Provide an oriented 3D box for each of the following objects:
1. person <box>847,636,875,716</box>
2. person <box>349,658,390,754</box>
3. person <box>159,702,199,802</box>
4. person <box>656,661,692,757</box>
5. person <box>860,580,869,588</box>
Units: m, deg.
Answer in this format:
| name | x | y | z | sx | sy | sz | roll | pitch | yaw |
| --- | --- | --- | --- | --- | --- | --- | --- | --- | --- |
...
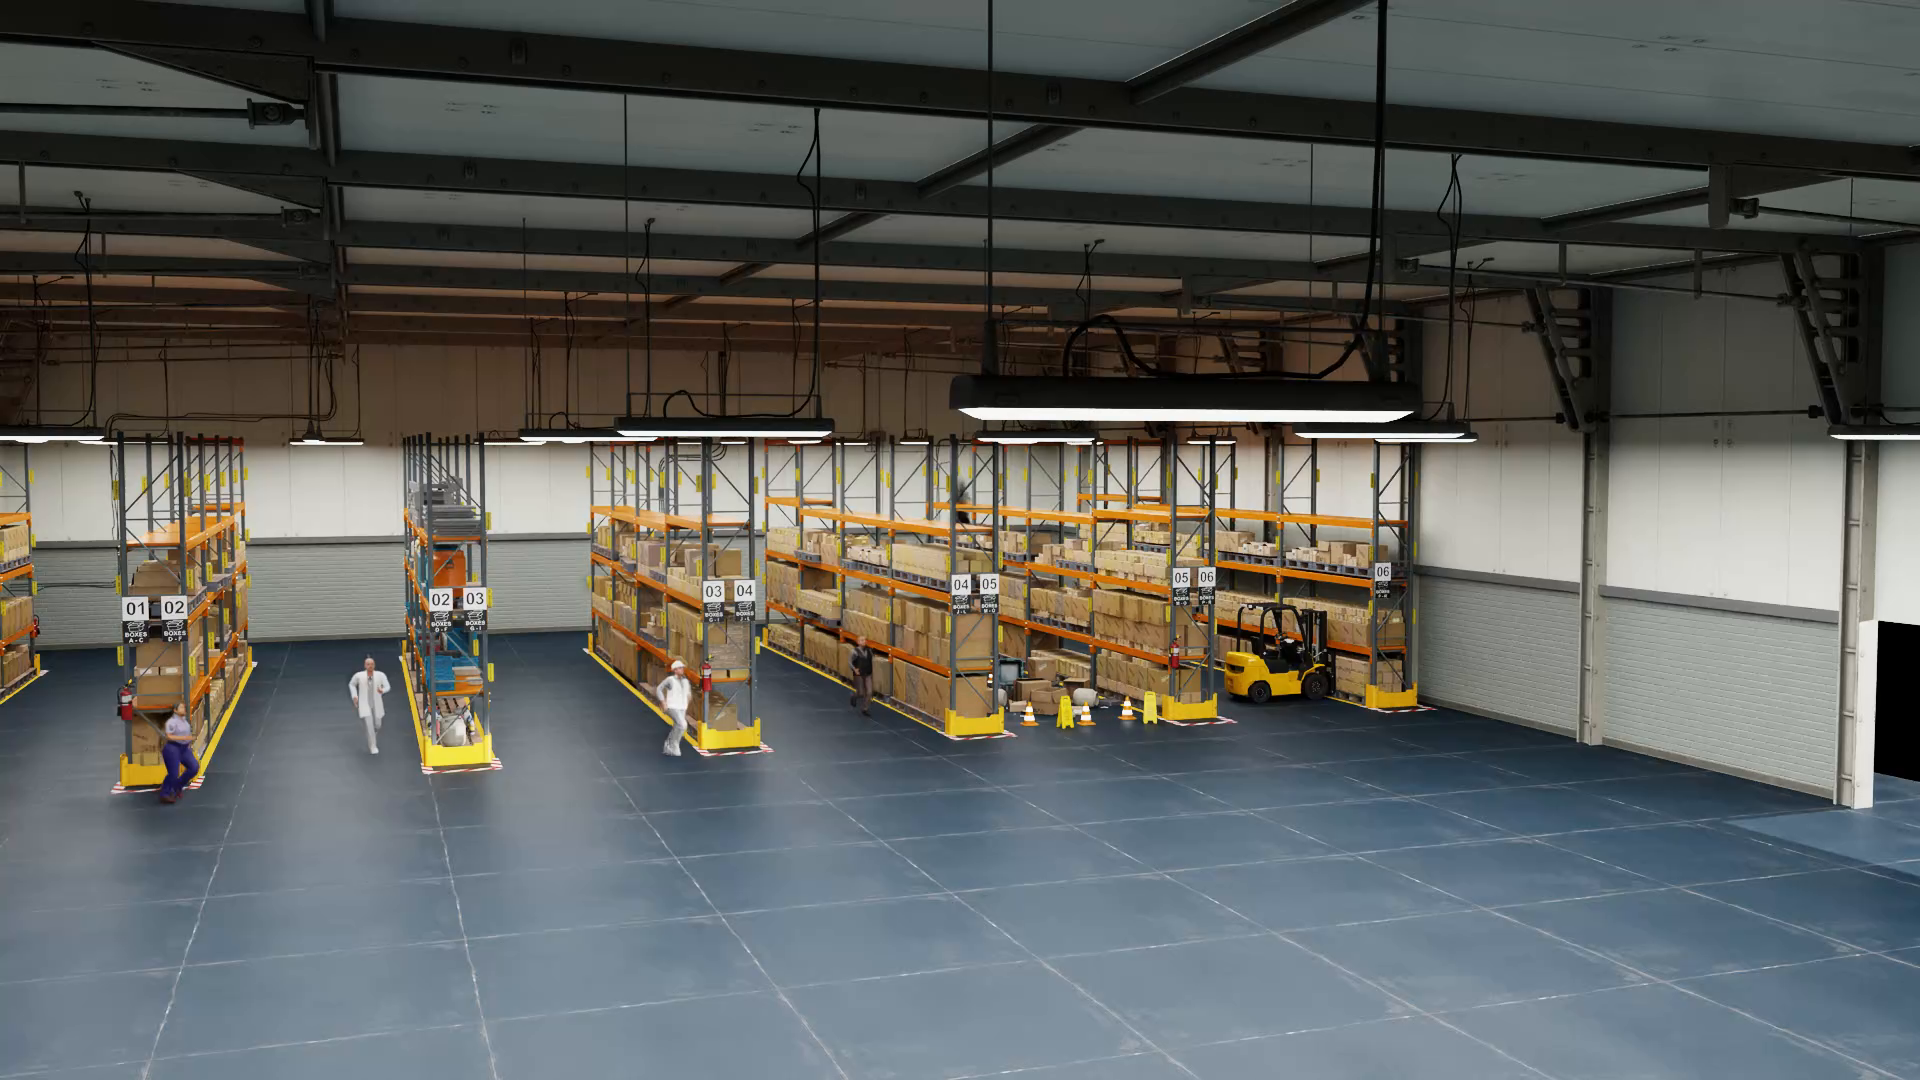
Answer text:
| name | x | y | z | sx | sy | sz | roll | pitch | yaw |
| --- | --- | --- | --- | --- | --- | --- | --- | --- | --- |
| person | -2.101 | 2.908 | 35.696 | 0.661 | 1.695 | 0.732 | -2 | 4 | -29 |
| person | -11.082 | 3.095 | 31.247 | 0.709 | 1.756 | 0.954 | -2 | 4 | -28 |
| person | -12.616 | 3.433 | 26.943 | 0.623 | 1.603 | 0.637 | 1 | 3 | 10 |
| person | -5.244 | 3.124 | 30.957 | 0.651 | 1.740 | 0.634 | 2 | 4 | 37 |
| person | -2.923 | 2.083 | 50.595 | 0.750 | 1.753 | 0.544 | -2 | 4 | -26 |
